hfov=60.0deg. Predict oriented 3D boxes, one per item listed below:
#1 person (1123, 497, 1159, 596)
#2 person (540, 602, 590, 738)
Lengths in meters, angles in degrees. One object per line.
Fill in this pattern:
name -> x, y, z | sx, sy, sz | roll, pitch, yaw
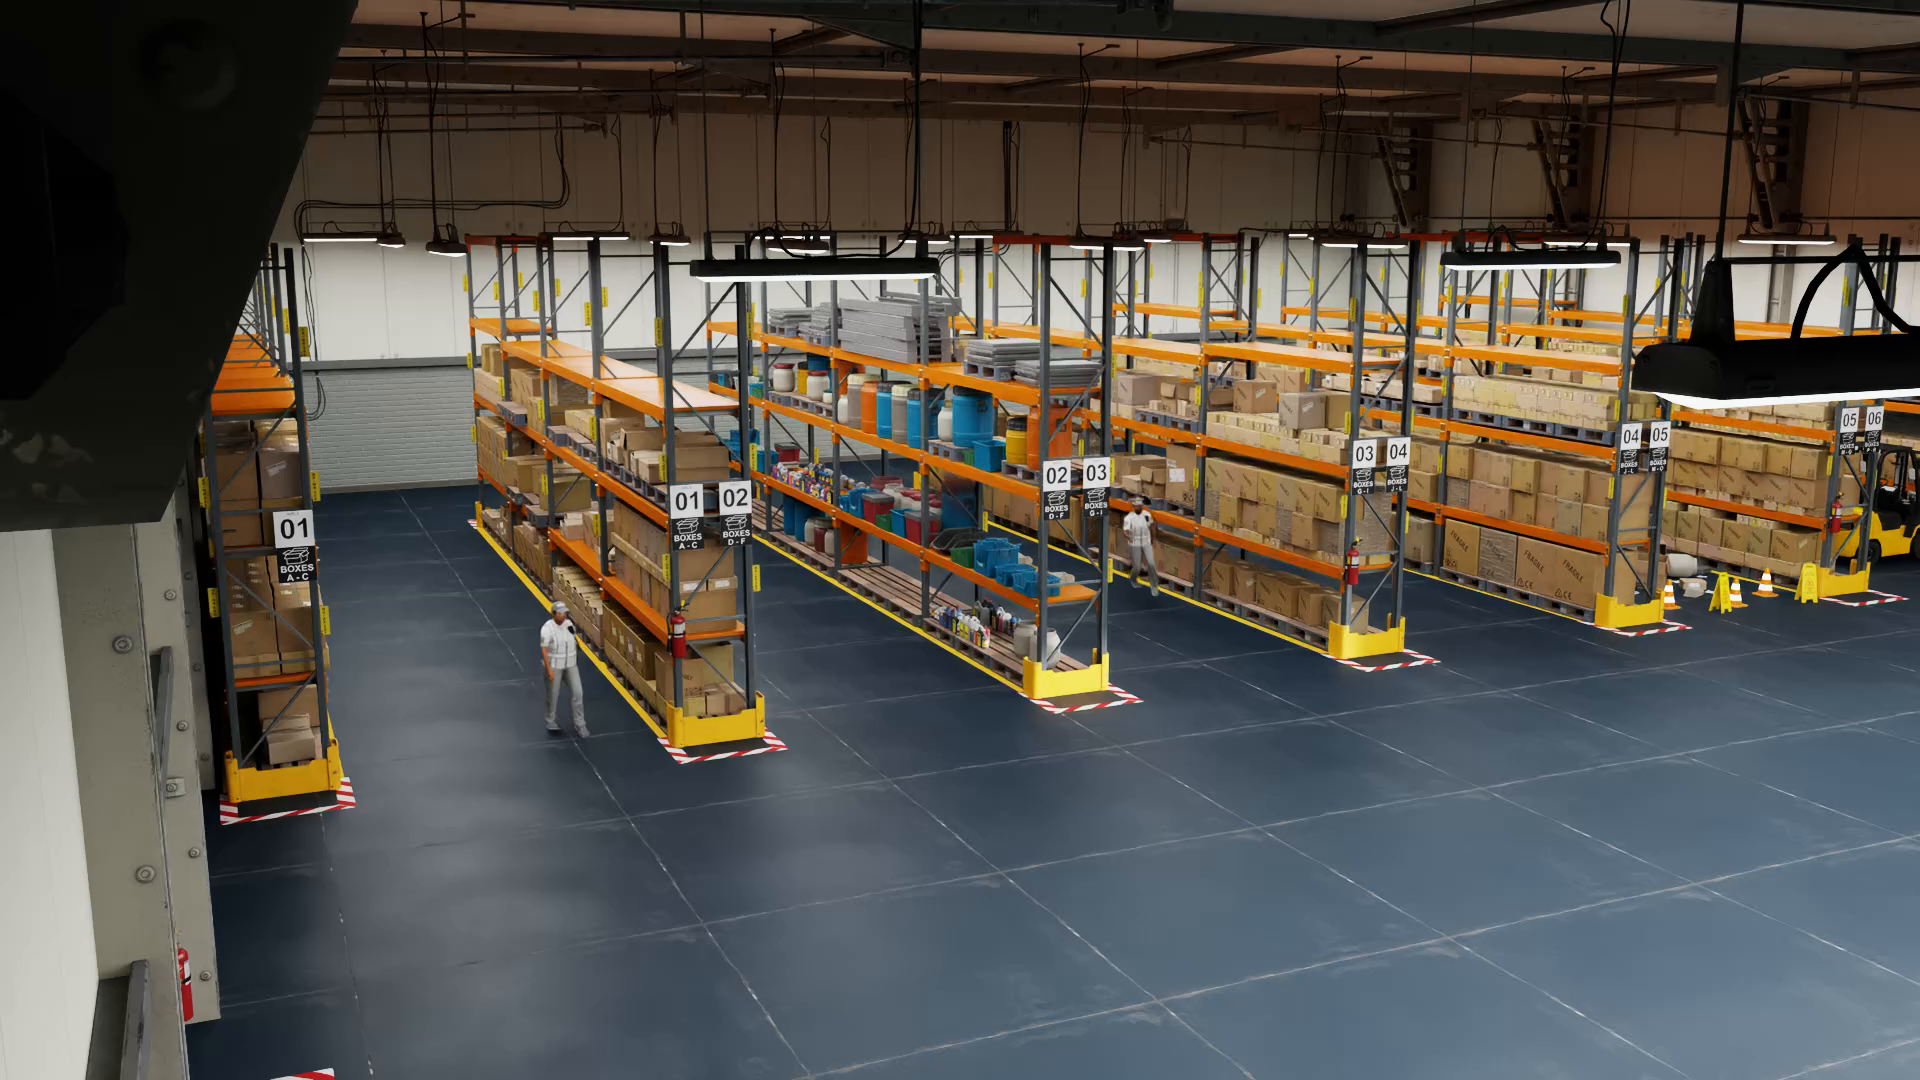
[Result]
person -> 2.966, 0.078, 27.369 | 0.578, 1.610, 0.814 | 0, 11, -3
person -> -4.930, 1.596, 20.627 | 0.492, 1.683, 0.742 | -9, 14, -40
